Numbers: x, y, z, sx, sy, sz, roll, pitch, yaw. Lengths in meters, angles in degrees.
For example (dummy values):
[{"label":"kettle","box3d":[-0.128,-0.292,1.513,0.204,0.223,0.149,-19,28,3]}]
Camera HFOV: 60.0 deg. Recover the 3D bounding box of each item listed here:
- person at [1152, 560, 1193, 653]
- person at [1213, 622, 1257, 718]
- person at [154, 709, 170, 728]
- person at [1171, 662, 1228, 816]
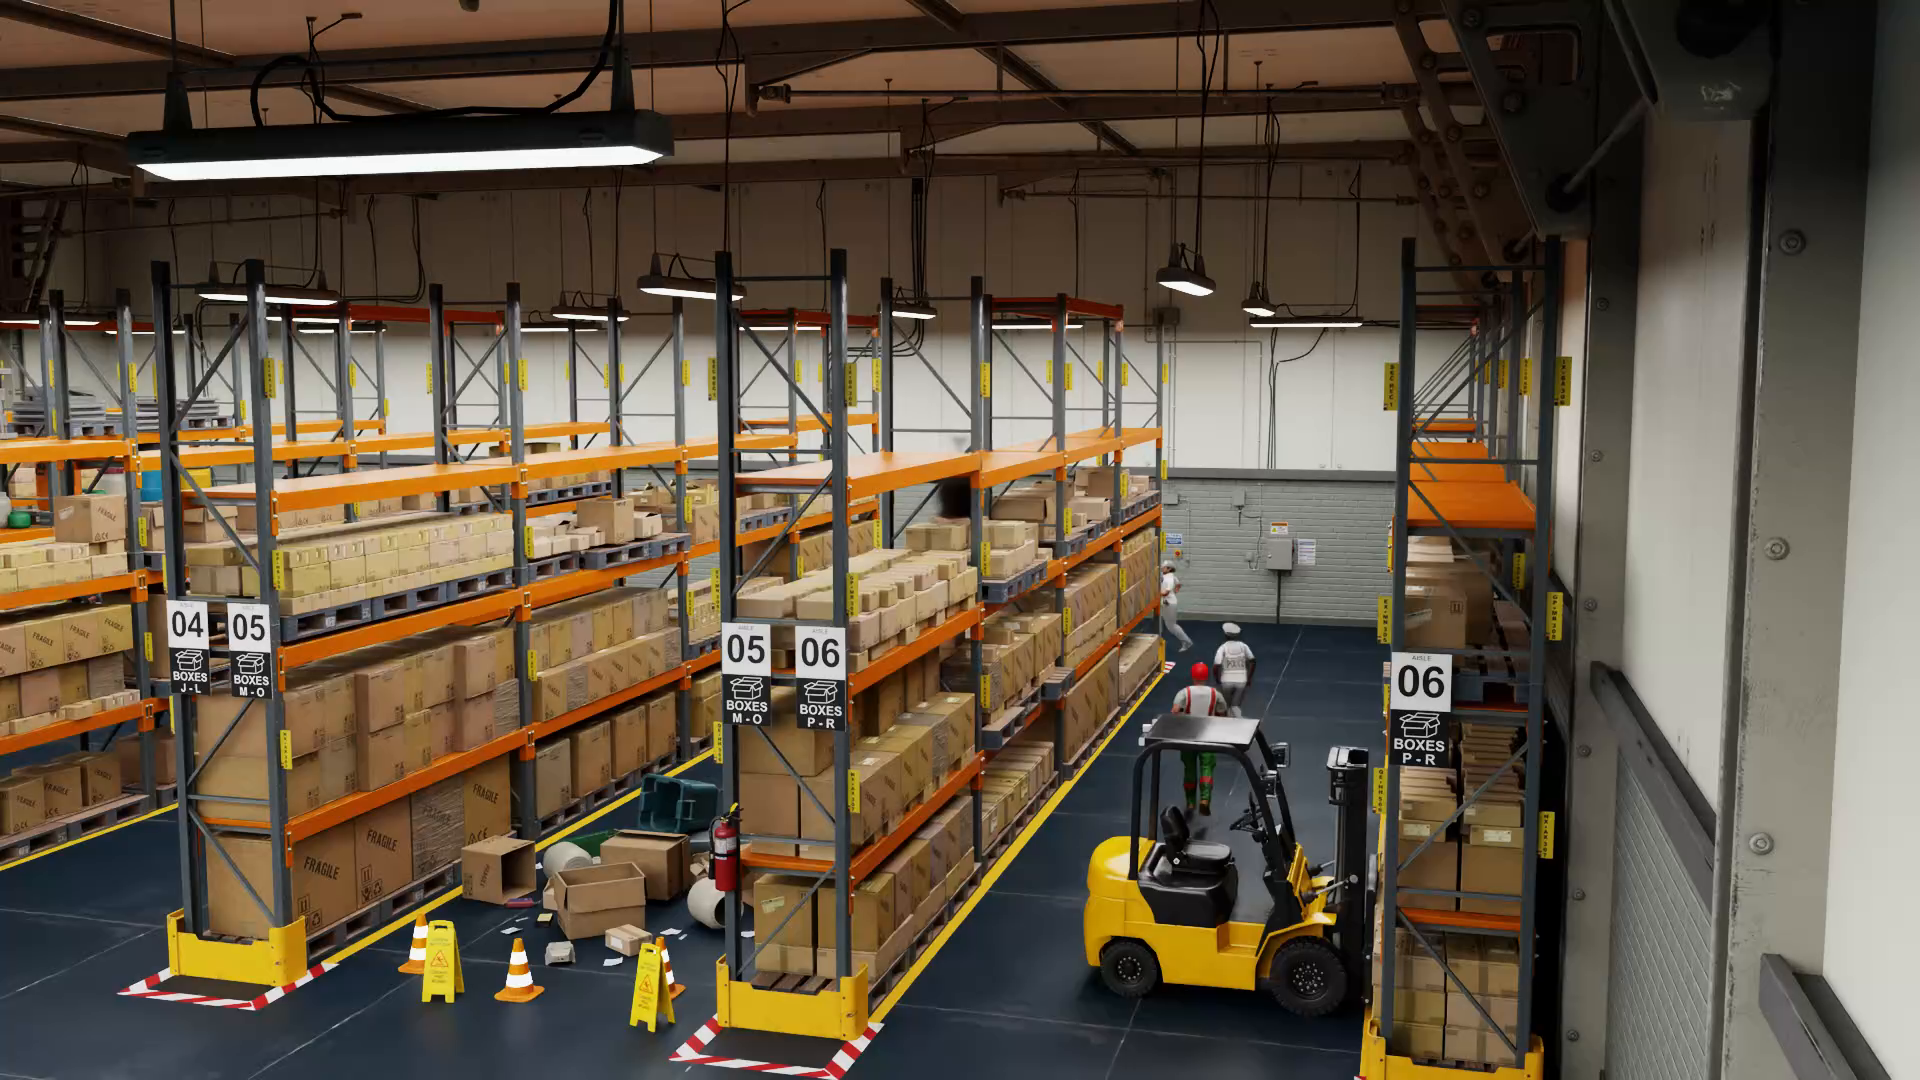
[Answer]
[{"label":"person","box3d":[3.699,1.200,29.585,0.910,1.675,0.616,1,6,5]},{"label":"person","box3d":[3.750,1.966,22.664,0.619,1.639,0.578,-1,6,-7]},{"label":"person","box3d":[-10.550,2.066,22.084,0.612,1.551,0.781,0,6,2]},{"label":"person","box3d":[2.714,2.257,18.944,0.657,1.763,1.000,1,6,7]}]
